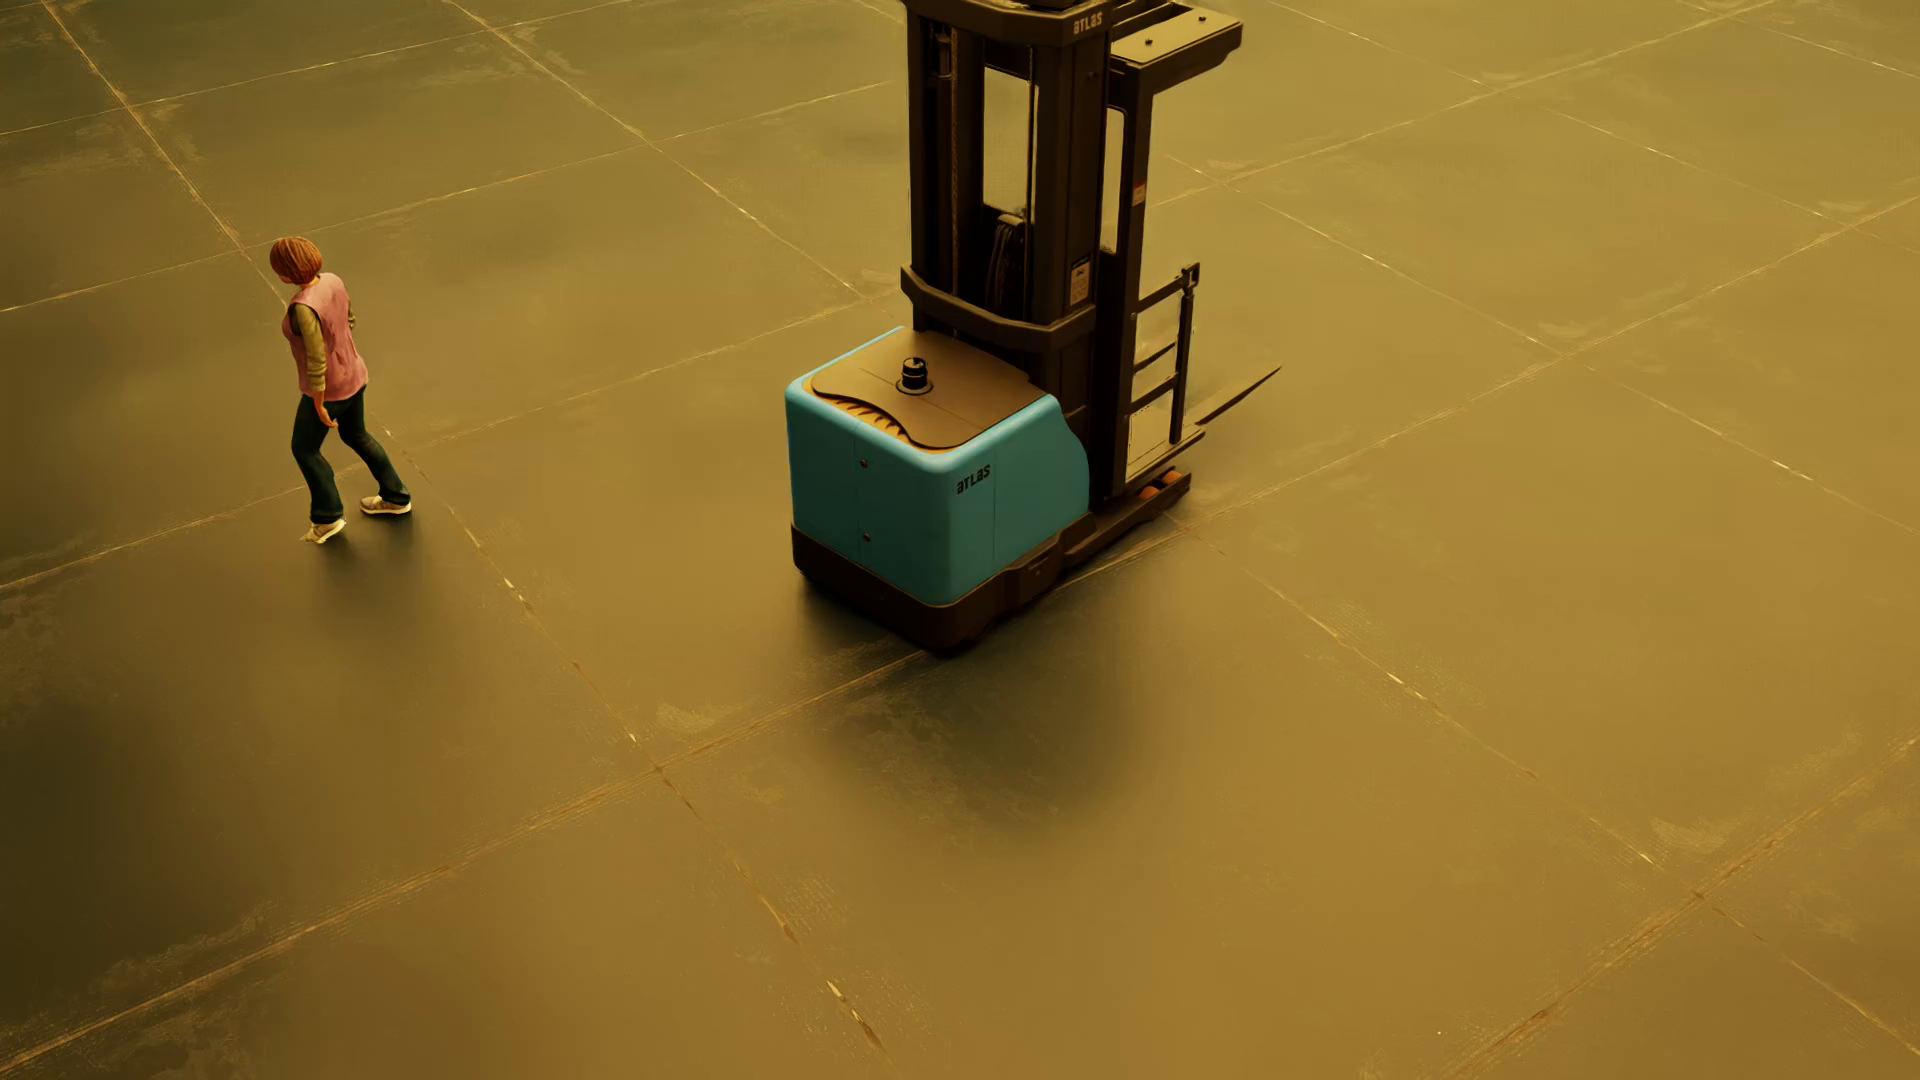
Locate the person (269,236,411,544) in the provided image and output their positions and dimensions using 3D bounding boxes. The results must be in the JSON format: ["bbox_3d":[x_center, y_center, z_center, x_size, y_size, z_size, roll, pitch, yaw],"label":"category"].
[{"bbox_3d":[-3.080,-0.734,8.118,0.509,1.628,0.513,4,37,5],"label":"person"}]

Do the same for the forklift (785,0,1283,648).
[{"bbox_3d":[0.553,-1.472,7.935,1.130,2.935,3.031,29,45,33],"label":"forklift"}]
